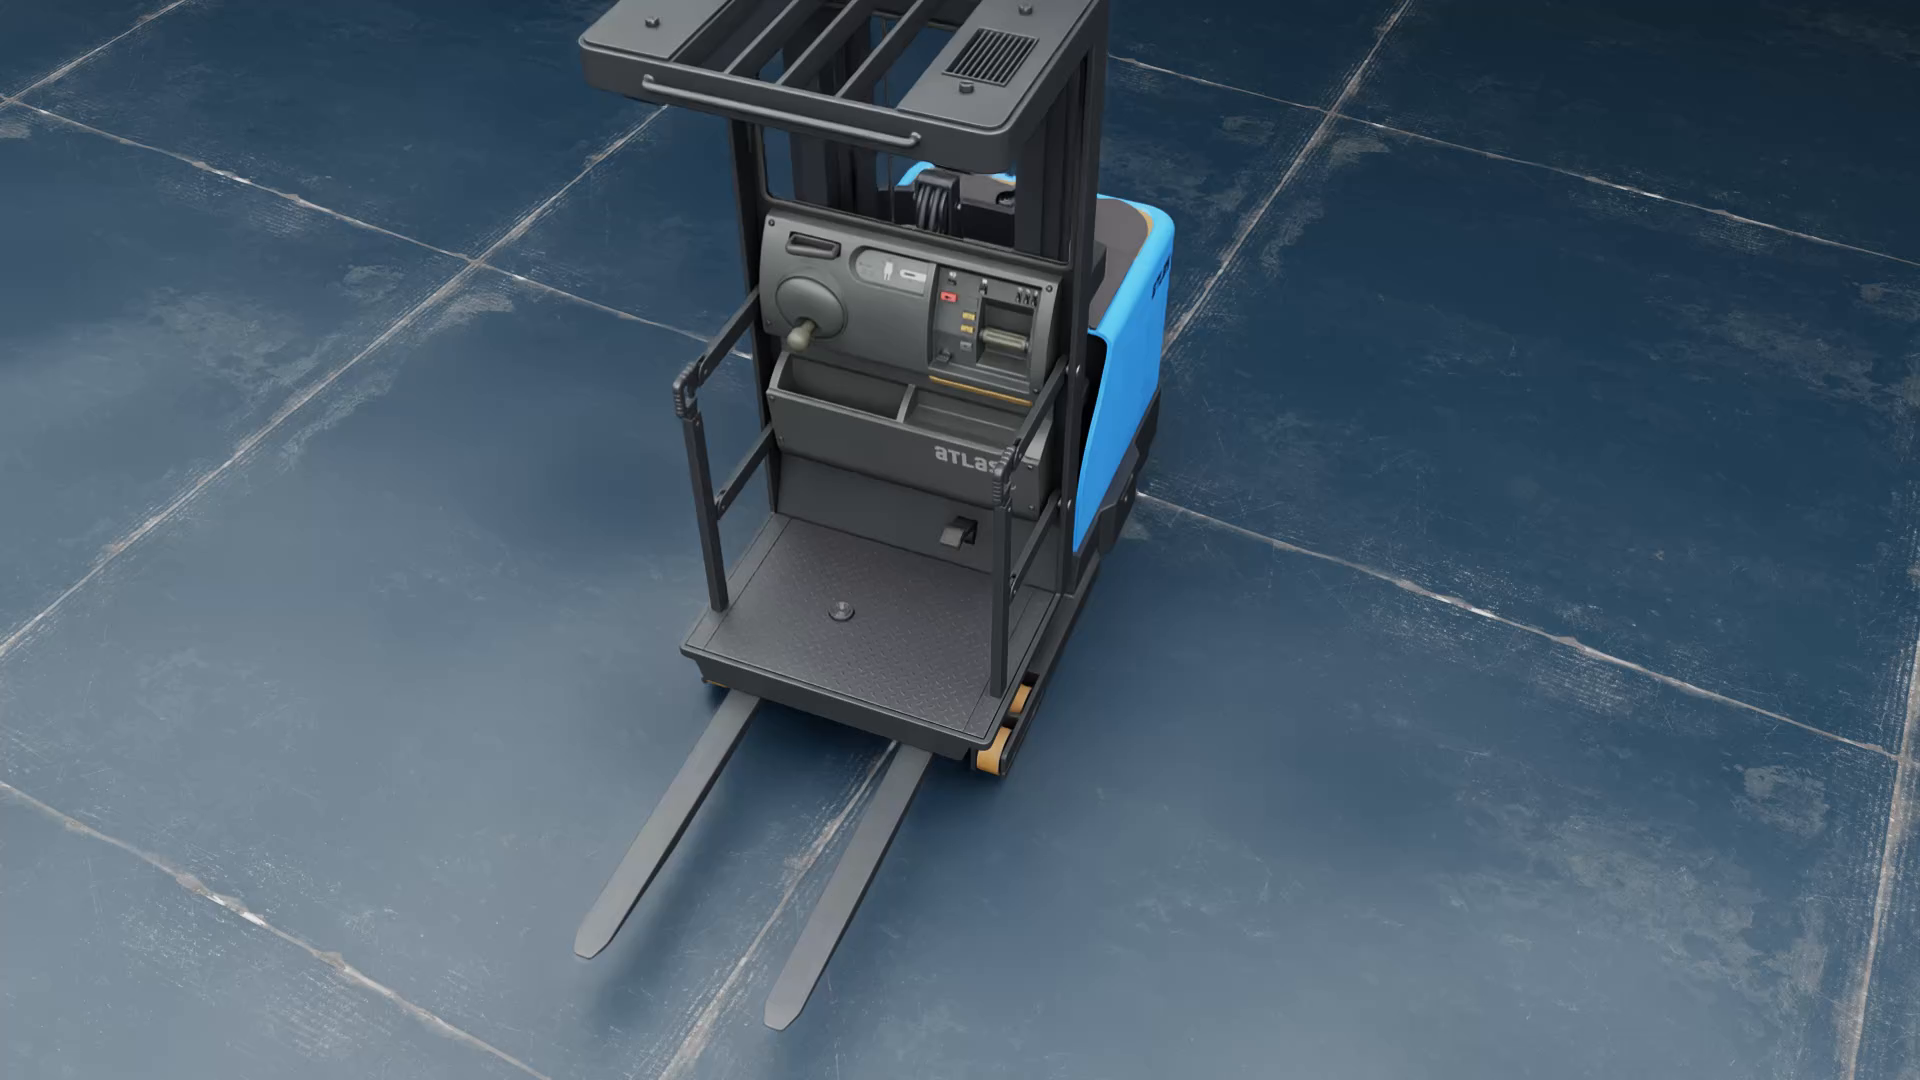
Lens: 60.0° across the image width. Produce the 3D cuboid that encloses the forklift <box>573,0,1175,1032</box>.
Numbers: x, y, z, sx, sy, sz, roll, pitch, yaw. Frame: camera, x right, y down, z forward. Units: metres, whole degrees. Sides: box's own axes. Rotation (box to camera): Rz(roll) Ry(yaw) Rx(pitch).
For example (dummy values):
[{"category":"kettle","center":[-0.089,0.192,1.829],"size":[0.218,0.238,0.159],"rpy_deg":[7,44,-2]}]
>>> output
[{"category":"forklift","center":[-0.240,-0.603,4.785],"size":[1.130,2.935,3.031],"rpy_deg":[16,47,15]}]
